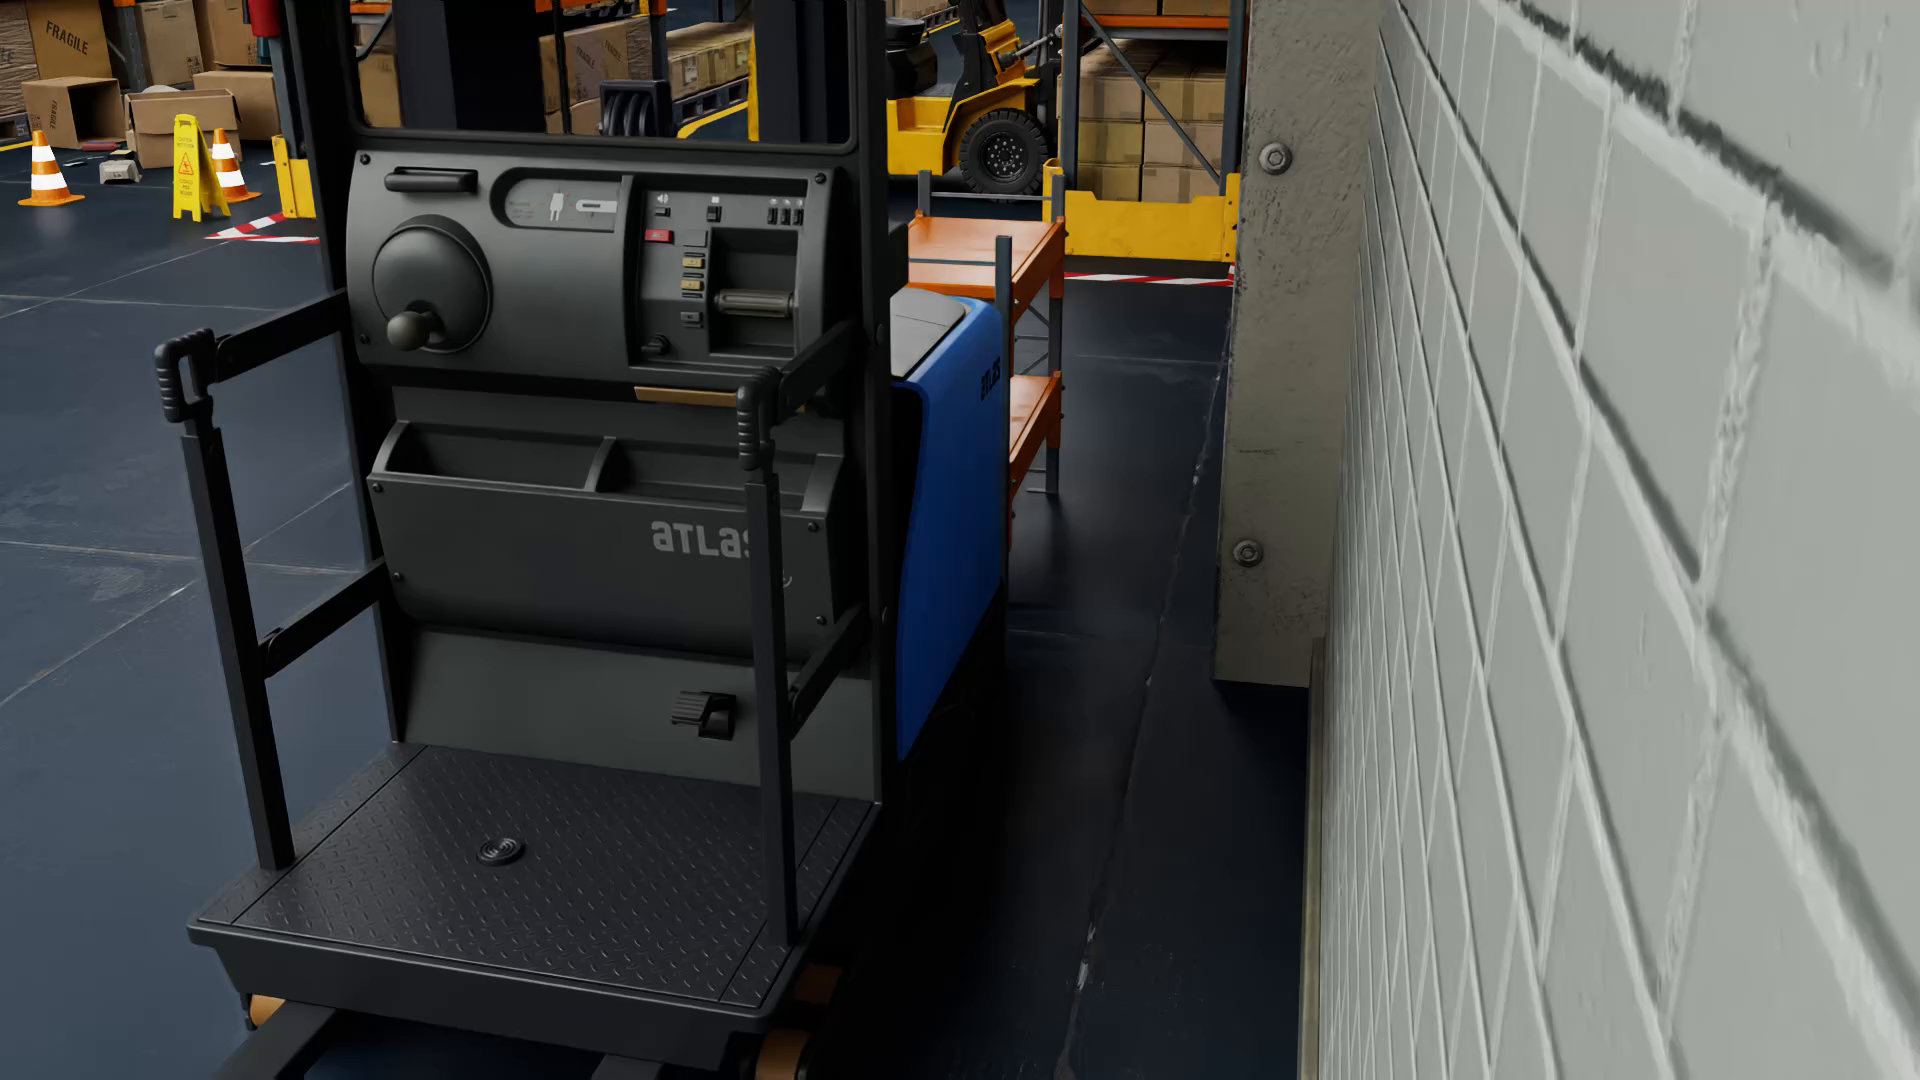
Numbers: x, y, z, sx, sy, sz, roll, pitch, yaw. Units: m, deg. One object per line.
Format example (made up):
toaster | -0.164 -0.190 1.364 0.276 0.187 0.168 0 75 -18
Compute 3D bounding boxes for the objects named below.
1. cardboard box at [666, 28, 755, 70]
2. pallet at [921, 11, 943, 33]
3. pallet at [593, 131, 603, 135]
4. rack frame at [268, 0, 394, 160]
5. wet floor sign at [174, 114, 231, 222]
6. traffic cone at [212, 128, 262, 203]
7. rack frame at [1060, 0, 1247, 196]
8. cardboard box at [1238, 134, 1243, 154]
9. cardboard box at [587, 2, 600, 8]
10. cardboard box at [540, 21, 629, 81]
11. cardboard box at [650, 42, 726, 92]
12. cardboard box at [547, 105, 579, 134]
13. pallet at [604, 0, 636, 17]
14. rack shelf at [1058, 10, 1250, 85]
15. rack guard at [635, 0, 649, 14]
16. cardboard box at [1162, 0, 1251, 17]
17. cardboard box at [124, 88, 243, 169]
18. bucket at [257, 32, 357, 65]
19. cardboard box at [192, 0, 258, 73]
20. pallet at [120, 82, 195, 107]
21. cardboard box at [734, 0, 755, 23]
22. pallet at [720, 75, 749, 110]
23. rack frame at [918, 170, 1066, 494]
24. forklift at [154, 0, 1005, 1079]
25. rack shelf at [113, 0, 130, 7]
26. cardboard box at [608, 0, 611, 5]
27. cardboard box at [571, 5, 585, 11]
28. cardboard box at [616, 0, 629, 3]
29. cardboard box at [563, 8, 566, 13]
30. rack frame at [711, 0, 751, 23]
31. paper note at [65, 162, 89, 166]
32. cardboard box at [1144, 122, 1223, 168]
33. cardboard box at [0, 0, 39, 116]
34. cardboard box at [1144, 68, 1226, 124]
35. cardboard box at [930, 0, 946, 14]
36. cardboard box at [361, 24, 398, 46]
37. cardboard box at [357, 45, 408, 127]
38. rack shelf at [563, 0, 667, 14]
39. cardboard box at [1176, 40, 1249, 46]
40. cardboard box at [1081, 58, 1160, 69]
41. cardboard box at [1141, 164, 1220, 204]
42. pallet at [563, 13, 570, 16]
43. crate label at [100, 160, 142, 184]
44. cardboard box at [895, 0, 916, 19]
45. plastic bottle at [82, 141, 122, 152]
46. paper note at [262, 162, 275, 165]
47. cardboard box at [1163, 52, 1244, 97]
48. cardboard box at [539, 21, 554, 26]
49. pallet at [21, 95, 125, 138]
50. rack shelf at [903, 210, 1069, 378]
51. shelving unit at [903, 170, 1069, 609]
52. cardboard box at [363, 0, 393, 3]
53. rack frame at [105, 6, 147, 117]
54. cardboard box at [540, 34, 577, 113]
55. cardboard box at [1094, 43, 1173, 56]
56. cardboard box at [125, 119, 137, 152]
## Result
cardboard box | -2.417 -4.882 16.594 0.950 0.372 0.625 4 22 10
pallet | -0.855 -7.271 23.304 1.003 0.211 1.213 4 22 11
pallet | -3.315 -2.930 12.525 1.003 0.211 1.213 4 22 11
rack frame | -3.782 -3.456 10.100 1.000 3.000 0.127 4 22 11
wet floor sign | -4.868 -2.376 10.569 0.267 0.644 0.232 13 25 29
traffic cone | -4.957 -2.535 11.208 0.336 0.463 0.334 4 22 11
rack frame | 1.078 -3.079 9.163 1.000 3.000 0.127 4 22 11
cardboard box | 1.591 -2.532 10.924 0.500 0.250 0.500 4 22 10
cardboard box | -5.482 -7.833 24.220 0.380 0.149 0.250 5 22 12
cardboard box | -2.926 -3.763 12.977 0.500 0.500 0.500 5 22 12
cardboard box | -2.718 -4.350 15.275 0.950 0.372 0.625 6 23 14
cardboard box | -3.136 -3.036 12.175 0.500 0.250 0.500 6 23 15
pallet | -5.600 -8.032 25.195 1.003 0.211 1.213 4 22 11
rack shelf | 1.486 -3.477 11.114 1.077 0.370 4.000 4 22 11
rack guard | -5.399 -8.461 25.872 1.175 0.500 0.348 4 22 11
cardboard box | 1.451 -3.286 9.542 0.500 0.500 0.500 5 23 13
cardboard box | -5.902 -3.134 12.640 0.797 0.503 0.637 -11 25 -26
bucket | -5.603 -4.221 14.345 0.726 0.611 0.620 13 15 29
cardboard box | -7.593 -4.997 16.375 1.050 0.750 0.750 4 22 11
pallet | -7.749 -4.254 15.813 1.003 0.211 1.213 4 22 11
cardboard box | -1.927 -5.837 18.294 0.875 0.875 0.875 4 22 10
pallet | -2.562 -4.358 16.071 1.003 0.211 1.213 4 22 11
rack frame | 0.105 -0.710 5.791 0.500 1.125 0.032 4 22 11
forklift | -0.724 -0.480 2.802 1.130 2.935 3.031 5 23 13
rack shelf | -8.240 -4.194 12.895 1.077 0.370 4.000 4 22 11
cardboard box | -5.416 -8.029 24.708 0.380 0.149 0.250 5 22 11
cardboard box | -5.586 -7.644 23.752 0.380 0.149 0.250 4 22 9
cardboard box | -5.240 -8.210 25.158 0.380 0.149 0.250 5 23 13
cardboard box | -5.754 -7.455 23.283 0.380 0.149 0.250 4 22 10
rack frame | -2.150 -6.382 17.364 1.000 3.000 0.127 4 22 11
paper note | -6.675 -2.847 12.564 0.144 0.017 0.142 13 25 29
cardboard box | 1.377 -2.387 9.893 0.500 0.250 0.500 5 22 12
cardboard box | -8.209 -3.914 13.518 0.875 0.875 0.875 5 22 11
cardboard box | 1.361 -2.624 9.812 0.500 0.250 0.500 4 22 10
cardboard box | -0.732 -7.730 23.578 0.875 0.438 0.875 5 22 12
cardboard box | -3.865 -3.477 11.396 0.380 0.149 0.250 5 22 12
cardboard box | -3.874 -3.036 11.172 0.500 0.500 0.500 5 22 11
rack shelf | -2.558 -5.317 15.682 1.077 0.370 4.000 4 22 11
cardboard box | 1.778 -3.360 11.641 0.500 0.250 0.500 5 22 11
cardboard box | 0.965 -2.842 10.354 0.500 0.250 0.500 5 22 12
cardboard box | 1.370 -2.163 10.008 0.500 0.250 0.500 5 22 11
pallet | -6.097 -7.140 22.979 1.003 0.211 1.213 4 22 11
crate label | -6.013 -2.636 11.896 0.250 0.136 0.298 -7 23 -17
cardboard box | -1.100 -7.073 21.947 0.875 0.438 0.875 4 22 10
plastic bottle | -6.806 -3.129 13.222 0.283 0.061 0.133 -3 22 -8
paper note | -5.218 -2.870 12.634 0.148 0.019 0.142 13 25 29
cardboard box | 1.572 -2.989 10.719 0.500 0.250 0.500 4 22 11
cardboard box | -3.448 -3.794 13.054 0.500 0.500 0.500 5 23 13
pallet | -8.064 -3.694 14.422 1.003 0.211 1.213 4 22 11
rack shelf | 0.001 -0.796 5.220 0.538 0.278 1.000 4 22 11
shelving unit | 0.001 -0.524 5.329 0.538 1.125 1.048 4 22 11
cardboard box | -3.510 -3.448 10.416 0.380 0.149 0.250 5 22 11
rack frame | -7.832 -5.259 14.577 1.000 3.000 0.127 4 22 11
cardboard box | -3.130 -3.380 12.026 0.500 0.500 0.500 5 22 12
cardboard box | 1.169 -3.212 11.273 0.500 0.250 0.500 4 22 10
cardboard box | -6.380 -3.222 13.178 0.396 0.266 0.258 8 23 20
